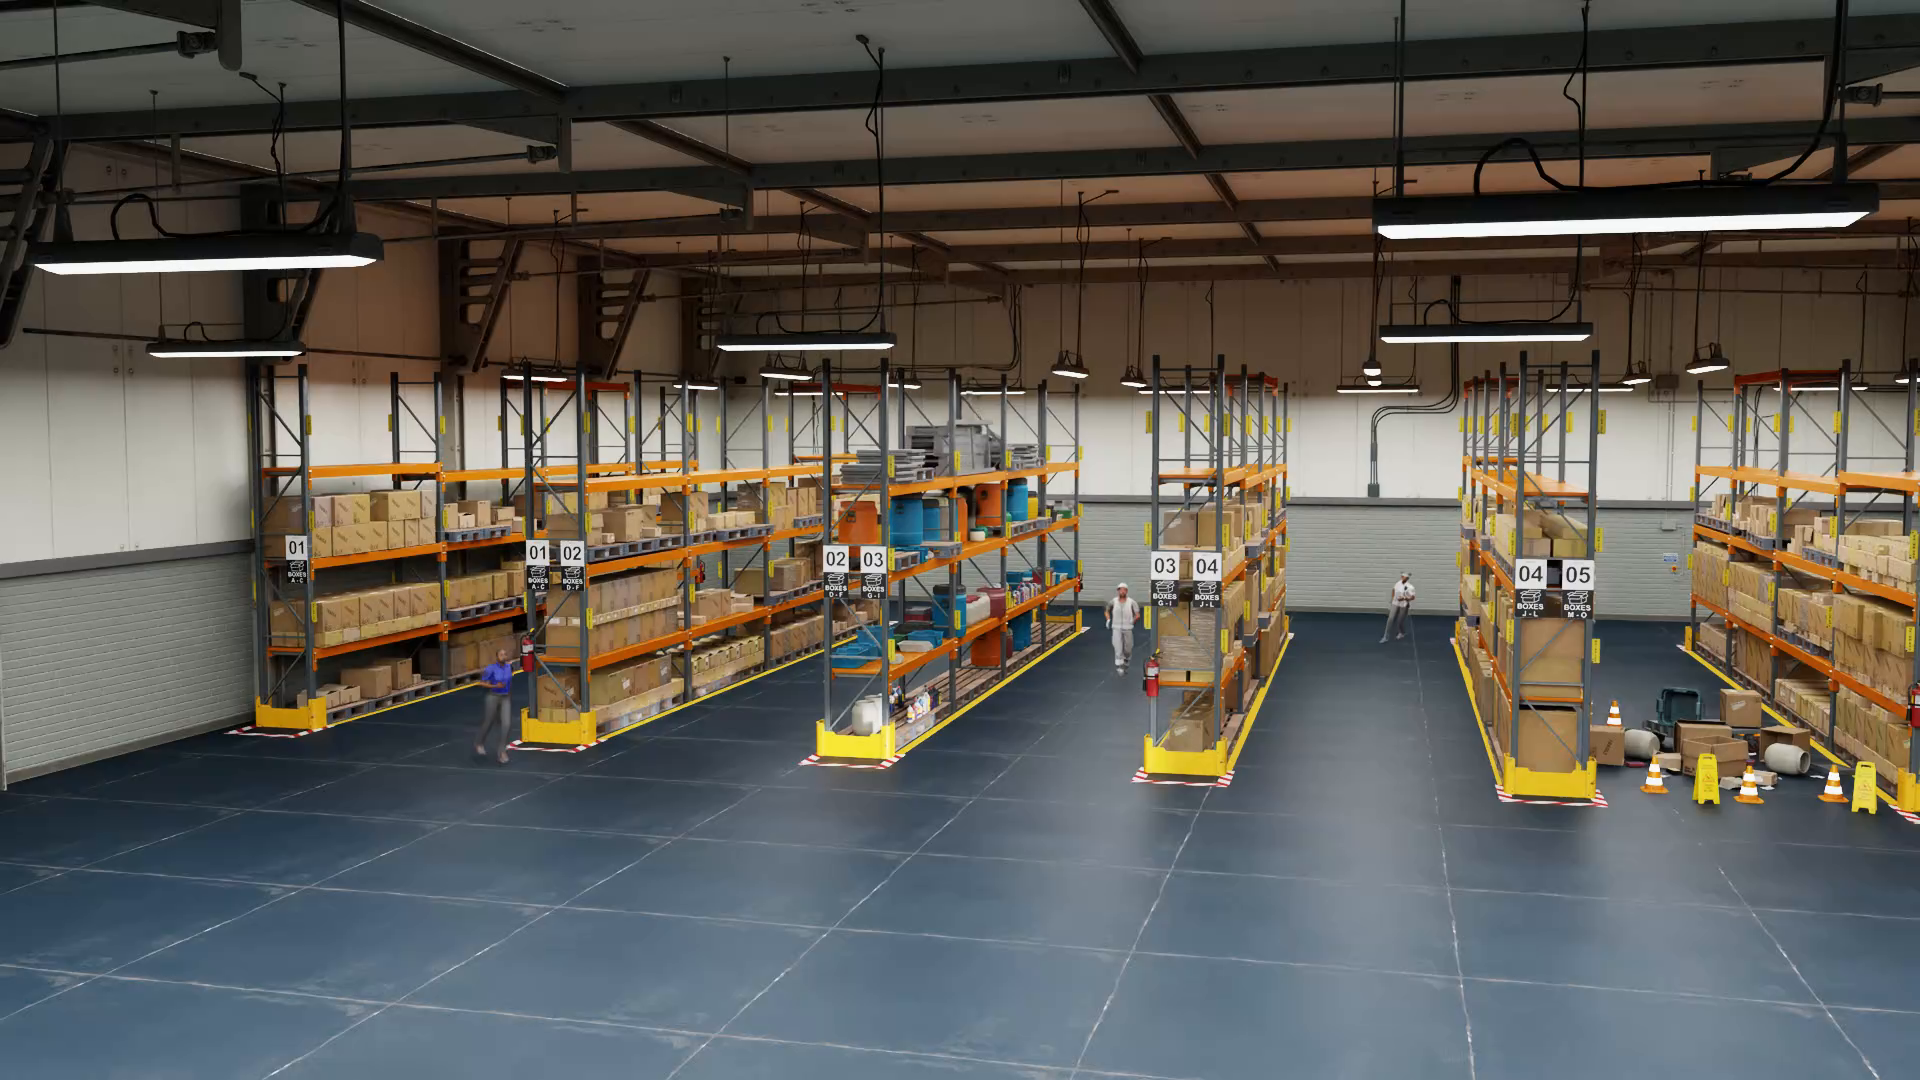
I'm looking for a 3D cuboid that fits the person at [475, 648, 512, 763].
[{"bbox_3d":[-6.943,2.460,24.976,0.587,1.699,0.812,-3,5,-41],"label":"person"}]

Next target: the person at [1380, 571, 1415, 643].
[{"bbox_3d":[10.167,1.529,38.321,0.674,1.654,0.884,3,5,37],"label":"person"}]

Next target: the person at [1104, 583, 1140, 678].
[{"bbox_3d":[3.036,1.688,31.175,0.663,1.758,0.676,0,4,6],"label":"person"}]
